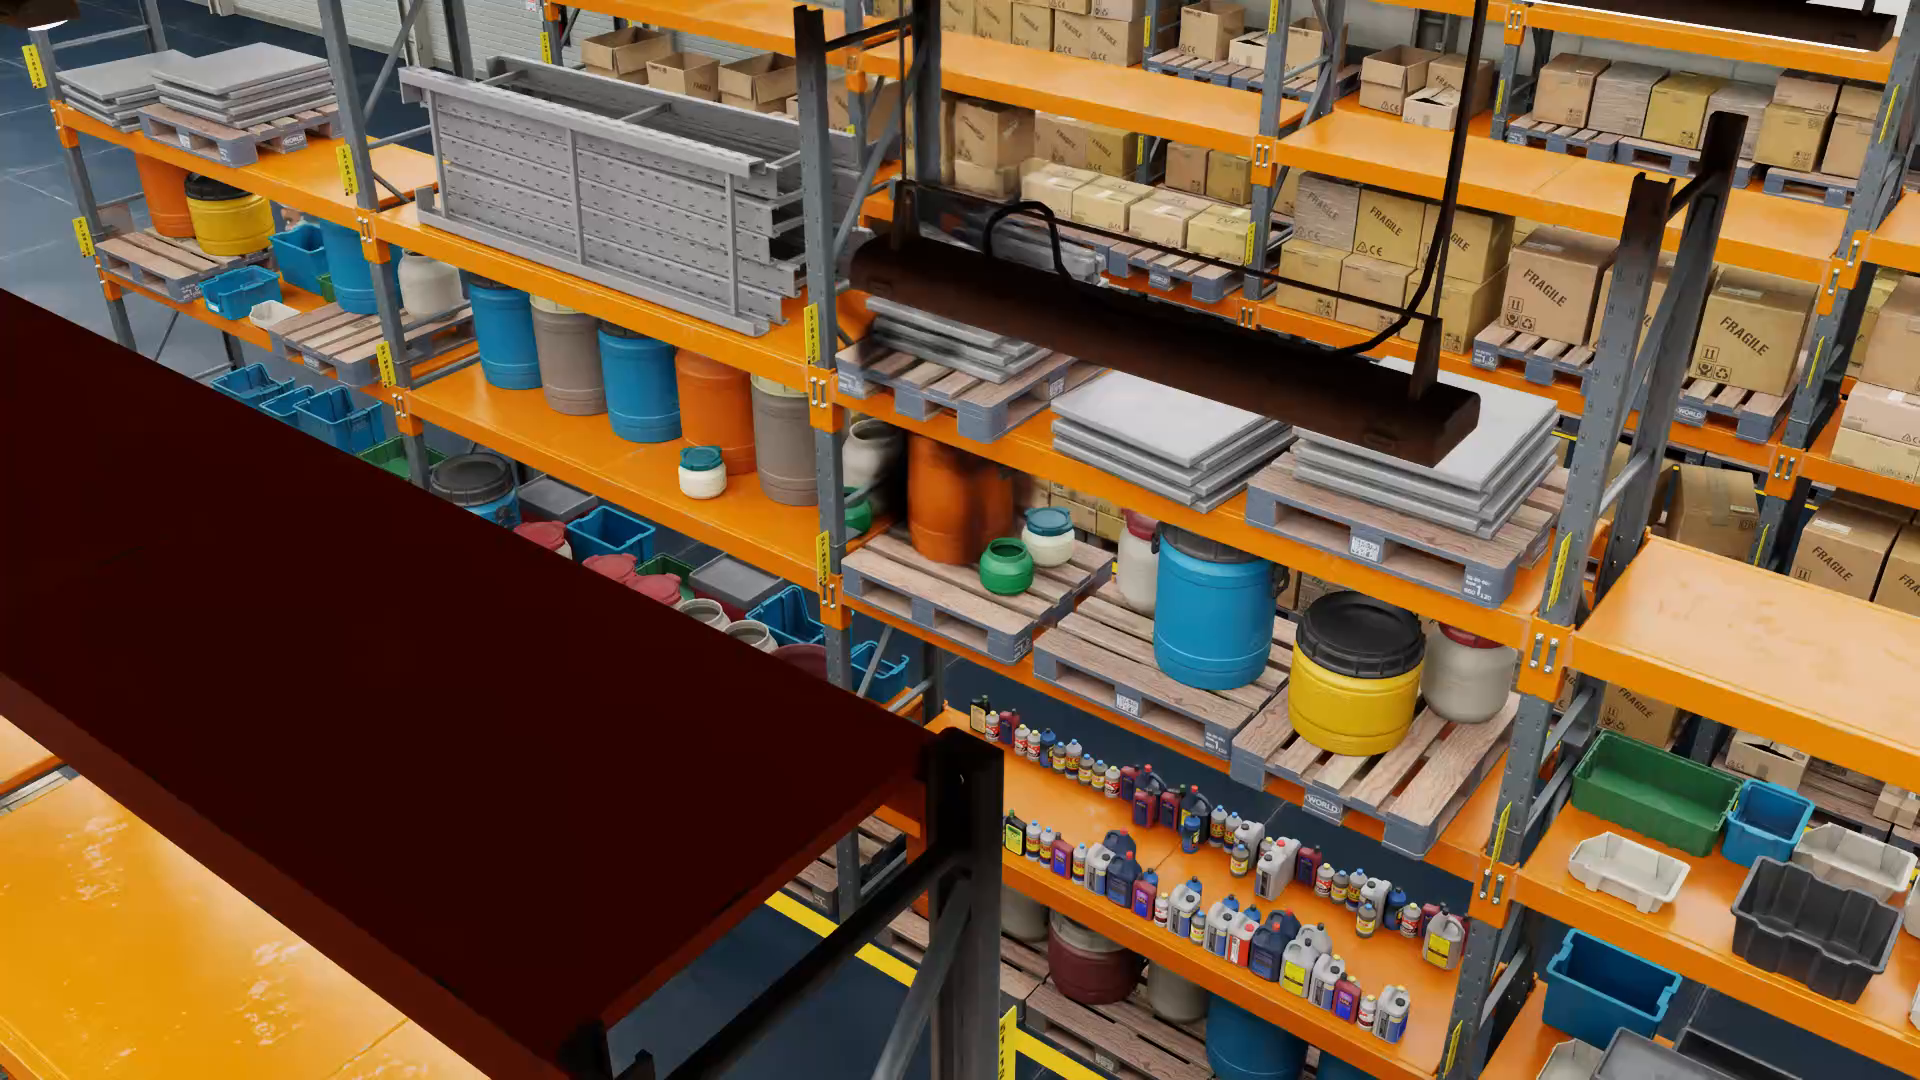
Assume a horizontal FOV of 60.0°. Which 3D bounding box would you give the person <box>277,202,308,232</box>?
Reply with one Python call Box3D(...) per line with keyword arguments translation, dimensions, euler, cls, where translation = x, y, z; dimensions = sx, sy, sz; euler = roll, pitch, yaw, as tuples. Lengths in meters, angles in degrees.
Box3D(translation=(-7.263, -2.908, 18.335), dimensions=(0.689, 1.820, 0.631), euler=(-13, 34, -20), cls="person")
